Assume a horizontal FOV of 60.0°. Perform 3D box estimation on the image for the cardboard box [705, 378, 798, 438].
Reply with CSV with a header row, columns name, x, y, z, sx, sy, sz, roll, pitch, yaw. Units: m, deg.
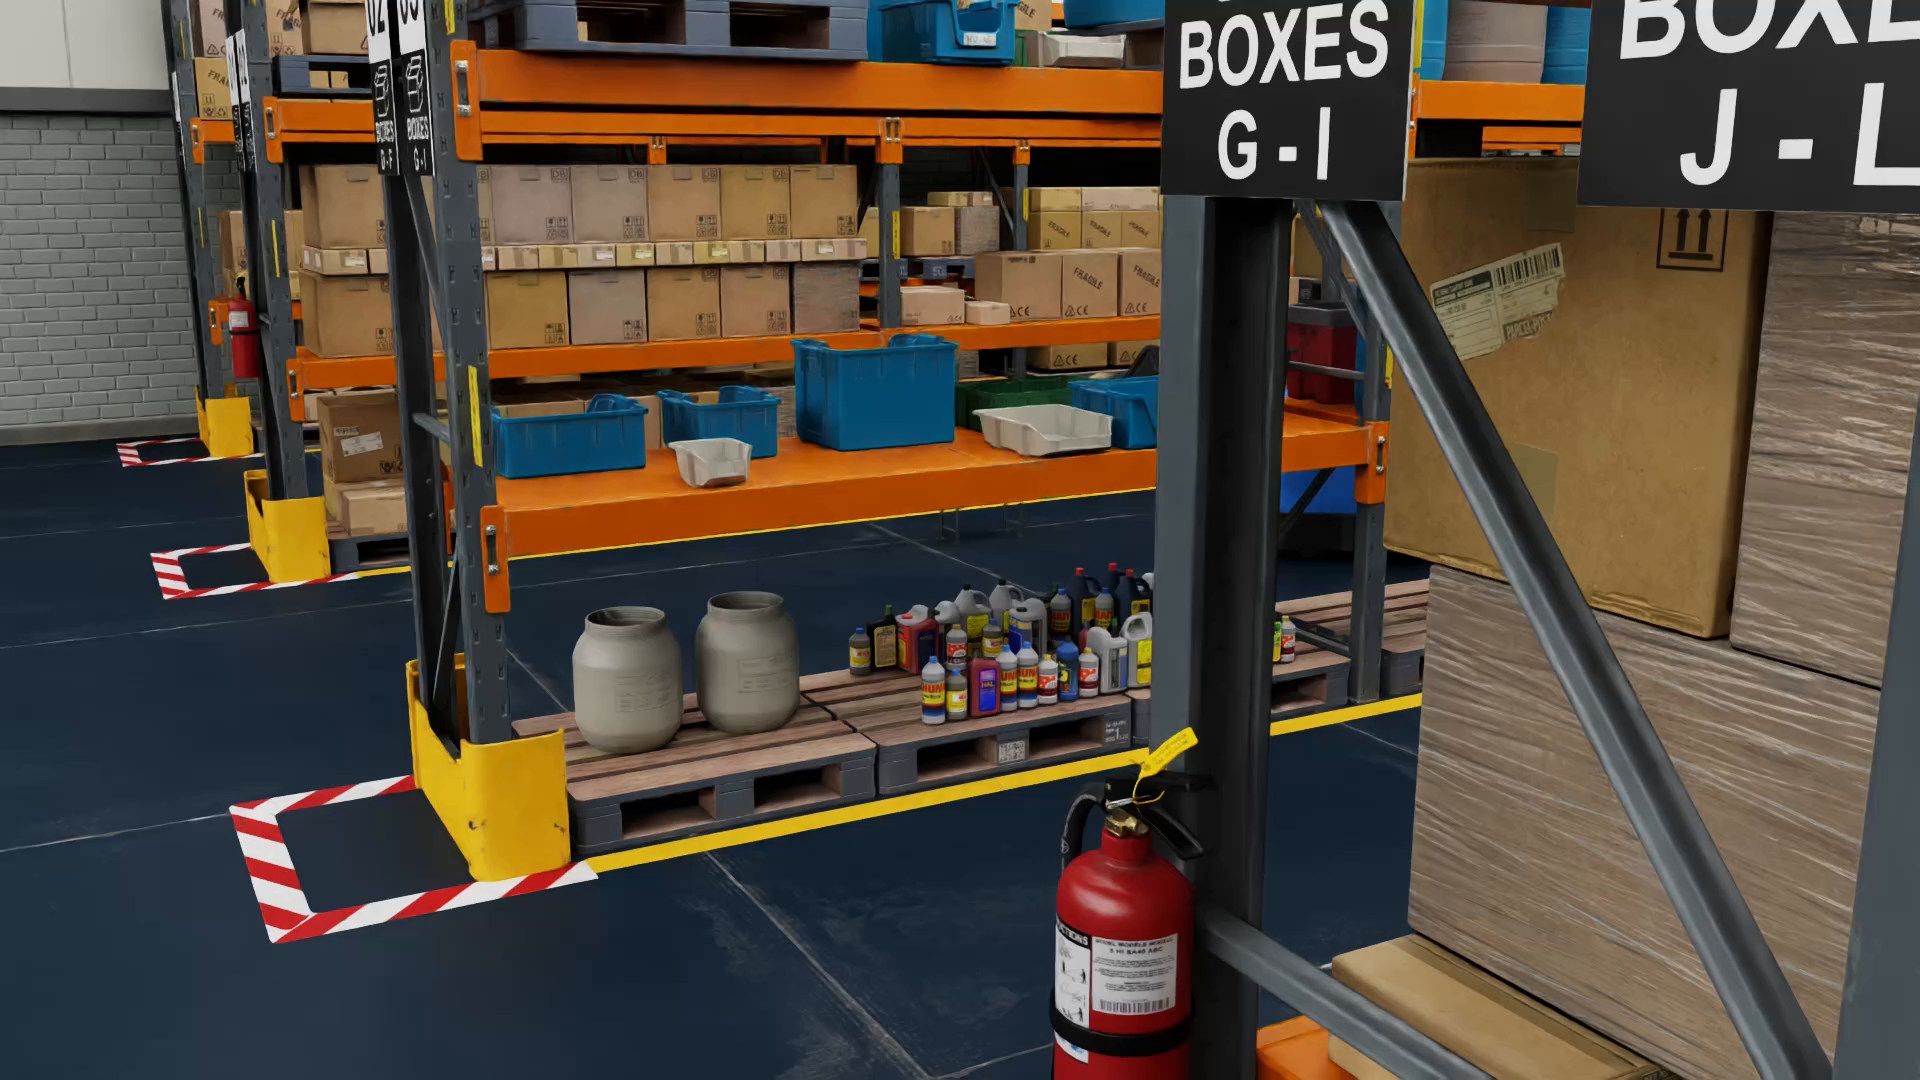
name,x,y,z,sx,sy,sz,roll,pitch,yaw
cardboard box,-1.455,-0.842,11.615,0.500,0.500,0.500,-7,14,-28

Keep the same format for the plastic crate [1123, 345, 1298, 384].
name,x,y,z,sx,sy,sz,roll,pitch,yaw
plastic crate,1.141,-0.738,7.697,0.504,0.338,0.767,-7,14,-28

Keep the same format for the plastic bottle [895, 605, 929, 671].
name,x,y,z,sx,sy,sz,roll,pitch,yaw
plastic bottle,-0.213,0.437,7.535,0.135,0.276,0.152,-7,14,-27

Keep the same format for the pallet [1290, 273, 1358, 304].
name,x,y,z,sx,sy,sz,roll,pitch,yaw
pallet,3.364,-2.166,14.337,1.003,0.211,1.213,-7,14,-28

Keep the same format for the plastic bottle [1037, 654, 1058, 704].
name,x,y,z,sx,sy,sz,roll,pitch,yaw
plastic bottle,0.367,0.585,7.049,0.097,0.201,0.097,0,13,0

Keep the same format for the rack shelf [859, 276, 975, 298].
name,x,y,z,sx,sy,sz,roll,pitch,yaw
rack shelf,-1.330,-2.567,17.323,4.000,0.370,1.077,-7,14,-28

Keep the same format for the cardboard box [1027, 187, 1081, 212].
name,x,y,z,sx,sy,sz,roll,pitch,yaw
cardboard box,0.973,-3.699,18.056,0.500,0.250,0.500,-6,14,-27

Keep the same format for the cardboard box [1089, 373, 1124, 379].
name,x,y,z,sx,sy,sz,roll,pitch,yaw
cardboard box,1.296,-1.203,13.651,0.500,0.311,0.500,-7,15,-29

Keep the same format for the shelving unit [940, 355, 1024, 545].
name,x,y,z,sx,sy,sz,roll,pitch,yaw
shelving unit,0.145,-0.603,11.055,0.503,1.200,0.258,-7,14,-28

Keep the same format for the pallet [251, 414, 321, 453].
name,x,y,z,sx,sy,sz,roll,pitch,yaw
pallet,-5.799,-1.013,15.131,1.213,0.211,1.003,-7,14,-28

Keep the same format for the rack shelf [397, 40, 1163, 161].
name,x,y,z,sx,sy,sz,roll,pitch,yaw
rack shelf,-0.094,-1.701,6.641,4.000,0.370,1.077,-7,14,-28

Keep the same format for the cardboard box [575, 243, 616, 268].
name,x,y,z,sx,sy,sz,roll,pitch,yaw
cardboard box,-2.422,-1.859,10.834,0.250,0.149,0.380,-7,14,-27

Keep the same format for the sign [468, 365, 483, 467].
name,x,y,z,sx,sy,sz,roll,pitch,yaw
sign,-1.589,-0.406,5.452,0.005,0.325,0.100,-7,14,-28

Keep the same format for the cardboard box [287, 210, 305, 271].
name,x,y,z,sx,sy,sz,roll,pitch,yaw
cardboard box,-5.594,-2.632,14.560,0.500,0.500,0.500,-7,14,-28

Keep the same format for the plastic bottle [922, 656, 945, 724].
name,x,y,z,sx,sy,sz,roll,pitch,yaw
plastic bottle,-0.108,0.608,6.788,0.097,0.271,0.097,0,13,0

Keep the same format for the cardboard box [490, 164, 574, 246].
name,x,y,z,sx,sy,sz,roll,pitch,yaw
cardboard box,-2.856,-2.176,10.765,0.500,0.500,0.700,-7,14,-28

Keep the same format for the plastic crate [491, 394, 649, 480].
name,x,y,z,sx,sy,sz,roll,pitch,yaw
plastic crate,-1.553,-0.416,6.463,0.616,0.251,0.499,-7,14,-28

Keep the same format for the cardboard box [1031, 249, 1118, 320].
name,x,y,z,sx,sy,sz,roll,pitch,yaw
cardboard box,0.876,-1.988,12.884,0.500,0.500,0.500,-7,14,-28

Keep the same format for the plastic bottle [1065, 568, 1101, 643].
name,x,y,z,sx,sy,sz,roll,pitch,yaw
plastic bottle,0.589,0.304,7.958,0.185,0.351,0.144,-8,15,-30

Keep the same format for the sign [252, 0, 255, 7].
name,x,y,z,sx,sy,sz,roll,pitch,yaw
sign,-3.959,-3.154,9.287,0.005,0.325,0.100,-7,14,-28

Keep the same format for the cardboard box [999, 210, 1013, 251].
name,x,y,z,sx,sy,sz,roll,pitch,yaw
cardboard box,0.714,-3.433,18.580,0.500,0.500,0.500,-7,14,-28

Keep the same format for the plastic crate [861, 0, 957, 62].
name,x,y,z,sx,sy,sz,roll,pitch,yaw
plastic crate,-0.320,-2.092,6.778,0.575,0.384,0.392,-7,14,-28

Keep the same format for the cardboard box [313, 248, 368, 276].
name,x,y,z,sx,sy,sz,roll,pitch,yaw
cardboard box,-3.772,-1.698,10.116,0.250,0.149,0.380,-7,14,-28

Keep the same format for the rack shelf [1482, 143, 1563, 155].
name,x,y,z,sx,sy,sz,roll,pitch,yaw
rack shelf,5.692,-4.872,20.734,4.000,0.370,1.077,-7,14,-28

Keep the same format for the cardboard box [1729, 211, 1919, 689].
name,x,y,z,sx,sy,sz,roll,pitch,yaw
cardboard box,1.137,-0.110,1.585,0.500,0.500,0.500,-7,14,-28

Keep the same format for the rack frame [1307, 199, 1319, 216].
name,x,y,z,sx,sy,sz,roll,pitch,yaw
rack frame,3.937,-3.549,20.049,0.127,3.000,1.000,-7,14,-28

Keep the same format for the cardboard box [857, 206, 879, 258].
name,x,y,z,sx,sy,sz,roll,pitch,yaw
cardboard box,-1.065,-3.205,17.290,0.500,0.500,0.700,-7,14,-28

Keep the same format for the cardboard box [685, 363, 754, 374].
name,x,y,z,sx,sy,sz,roll,pitch,yaw
cardboard box,-2.447,-1.784,16.894,0.500,0.500,0.700,-6,14,-26

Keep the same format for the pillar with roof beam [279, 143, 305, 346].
name,x,y,z,sx,sy,sz,roll,pitch,yaw
pillar with roof beam,-4.333,-4.625,11.162,0.400,9.000,9.100,-7,14,-28

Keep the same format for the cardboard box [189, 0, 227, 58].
name,x,y,z,sx,sy,sz,roll,pitch,yaw
cardboard box,-6.142,-4.290,13.959,0.500,0.500,0.500,-8,15,-32

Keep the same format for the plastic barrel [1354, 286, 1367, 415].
name,x,y,z,sx,sy,sz,roll,pitch,yaw
plastic barrel,2.146,-1.025,7.692,0.708,0.901,0.600,-7,14,-28

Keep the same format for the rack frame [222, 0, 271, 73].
name,x,y,z,sx,sy,sz,roll,pitch,yaw
rack frame,-4.219,-4.260,9.541,0.127,3.000,1.000,-7,14,-28

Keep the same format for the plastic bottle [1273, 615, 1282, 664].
name,x,y,z,sx,sy,sz,roll,pitch,yaw
plastic bottle,1.398,0.426,7.568,0.133,0.283,0.061,-6,14,-25

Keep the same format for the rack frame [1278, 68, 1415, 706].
name,x,y,z,sx,sy,sz,roll,pitch,yaw
rack frame,1.662,-0.799,7.826,0.127,3.000,1.000,-7,14,-28

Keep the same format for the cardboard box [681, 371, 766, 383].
name,x,y,z,sx,sy,sz,roll,pitch,yaw
cardboard box,-1.700,-0.940,12.054,0.500,0.500,0.500,-7,14,-28

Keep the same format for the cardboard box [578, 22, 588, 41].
name,x,y,z,sx,sy,sz,roll,pitch,yaw
cardboard box,-2.631,-3.240,10.340,0.500,0.500,0.500,-7,14,-28

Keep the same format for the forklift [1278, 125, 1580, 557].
name,x,y,z,sx,sy,sz,roll,pitch,yaw
forklift,3.500,-1.397,10.641,3.031,2.935,1.130,1,13,2

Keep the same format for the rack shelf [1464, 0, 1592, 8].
name,x,y,z,sx,sy,sz,roll,pitch,yaw
rack shelf,2.280,-0.746,2.399,4.000,0.370,1.077,-7,14,-28

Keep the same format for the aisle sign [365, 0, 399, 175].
name,x,y,z,sx,sy,sz,roll,pitch,yaw
aisle sign,-2.055,-1.696,5.891,0.004,0.787,0.394,-7,14,-28

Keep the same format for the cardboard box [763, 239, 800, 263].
name,x,y,z,sx,sy,sz,roll,pitch,yaw
cardboard box,-1.291,-1.995,11.438,0.250,0.149,0.380,-7,15,-30

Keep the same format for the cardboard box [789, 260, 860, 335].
name,x,y,z,sx,sy,sz,roll,pitch,yaw
cardboard box,-1.095,-1.754,11.845,0.500,0.500,0.700,-7,15,-29

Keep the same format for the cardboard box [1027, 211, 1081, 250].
name,x,y,z,sx,sy,sz,roll,pitch,yaw
cardboard box,0.975,-3.334,18.141,0.500,0.500,0.500,-6,14,-26

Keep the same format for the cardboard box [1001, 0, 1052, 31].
name,x,y,z,sx,sy,sz,roll,pitch,yaw
cardboard box,0.341,-3.836,12.168,0.500,0.500,0.500,-5,14,-22

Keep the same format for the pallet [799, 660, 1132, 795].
name,x,y,z,sx,sy,sz,roll,pitch,yaw
pallet,-0.020,0.754,7.280,1.213,0.211,1.003,-7,14,-28

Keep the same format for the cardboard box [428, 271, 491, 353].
name,x,y,z,sx,sy,sz,roll,pitch,yaw
cardboard box,-3.345,-1.484,10.645,0.500,0.500,0.700,-6,14,-26

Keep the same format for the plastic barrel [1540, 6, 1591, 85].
name,x,y,z,sx,sy,sz,roll,pitch,yaw
plastic barrel,3.152,-2.739,8.476,0.708,0.901,0.600,-7,14,-28

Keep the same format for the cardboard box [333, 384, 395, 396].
name,x,y,z,sx,sy,sz,roll,pitch,yaw
cardboard box,-5.445,-1.305,15.199,0.500,0.311,0.500,-6,14,-23

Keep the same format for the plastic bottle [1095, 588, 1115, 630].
name,x,y,z,sx,sy,sz,roll,pitch,yaw
plastic bottle,0.685,0.361,7.884,0.097,0.271,0.097,0,13,0

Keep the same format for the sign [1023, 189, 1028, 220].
name,x,y,z,sx,sy,sz,roll,pitch,yaw
sign,0.694,-3.551,17.600,0.005,0.325,0.100,-7,14,-28
